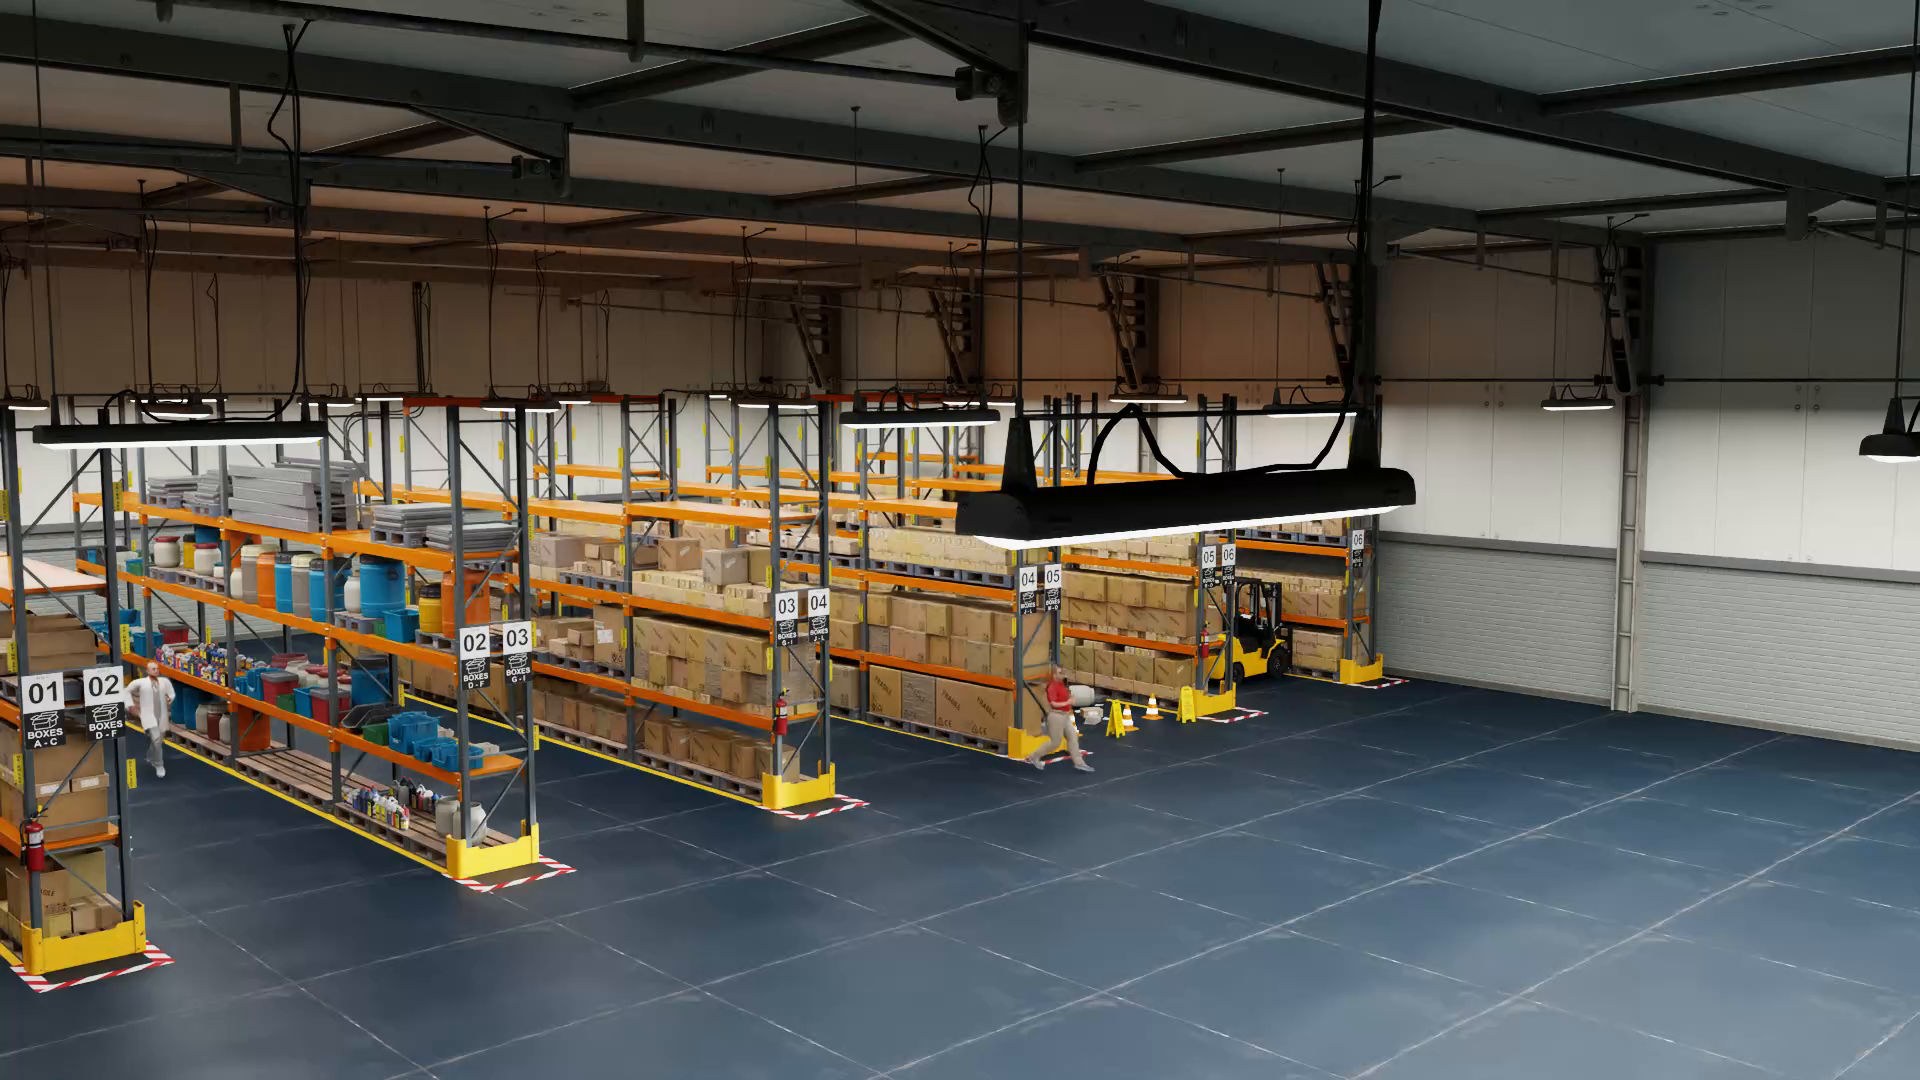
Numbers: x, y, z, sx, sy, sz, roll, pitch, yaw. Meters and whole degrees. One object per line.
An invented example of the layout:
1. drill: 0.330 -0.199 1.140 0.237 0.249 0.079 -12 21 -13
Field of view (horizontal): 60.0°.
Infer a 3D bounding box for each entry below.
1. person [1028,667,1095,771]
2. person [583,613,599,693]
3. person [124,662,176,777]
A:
1. person: 1.642 2.878 26.781 1.055 1.691 0.675 2 6 20
2. person: -7.483 2.290 33.619 0.653 1.631 0.514 5 7 41
3. person: -12.999 2.873 26.782 0.874 1.809 0.720 4 7 38
